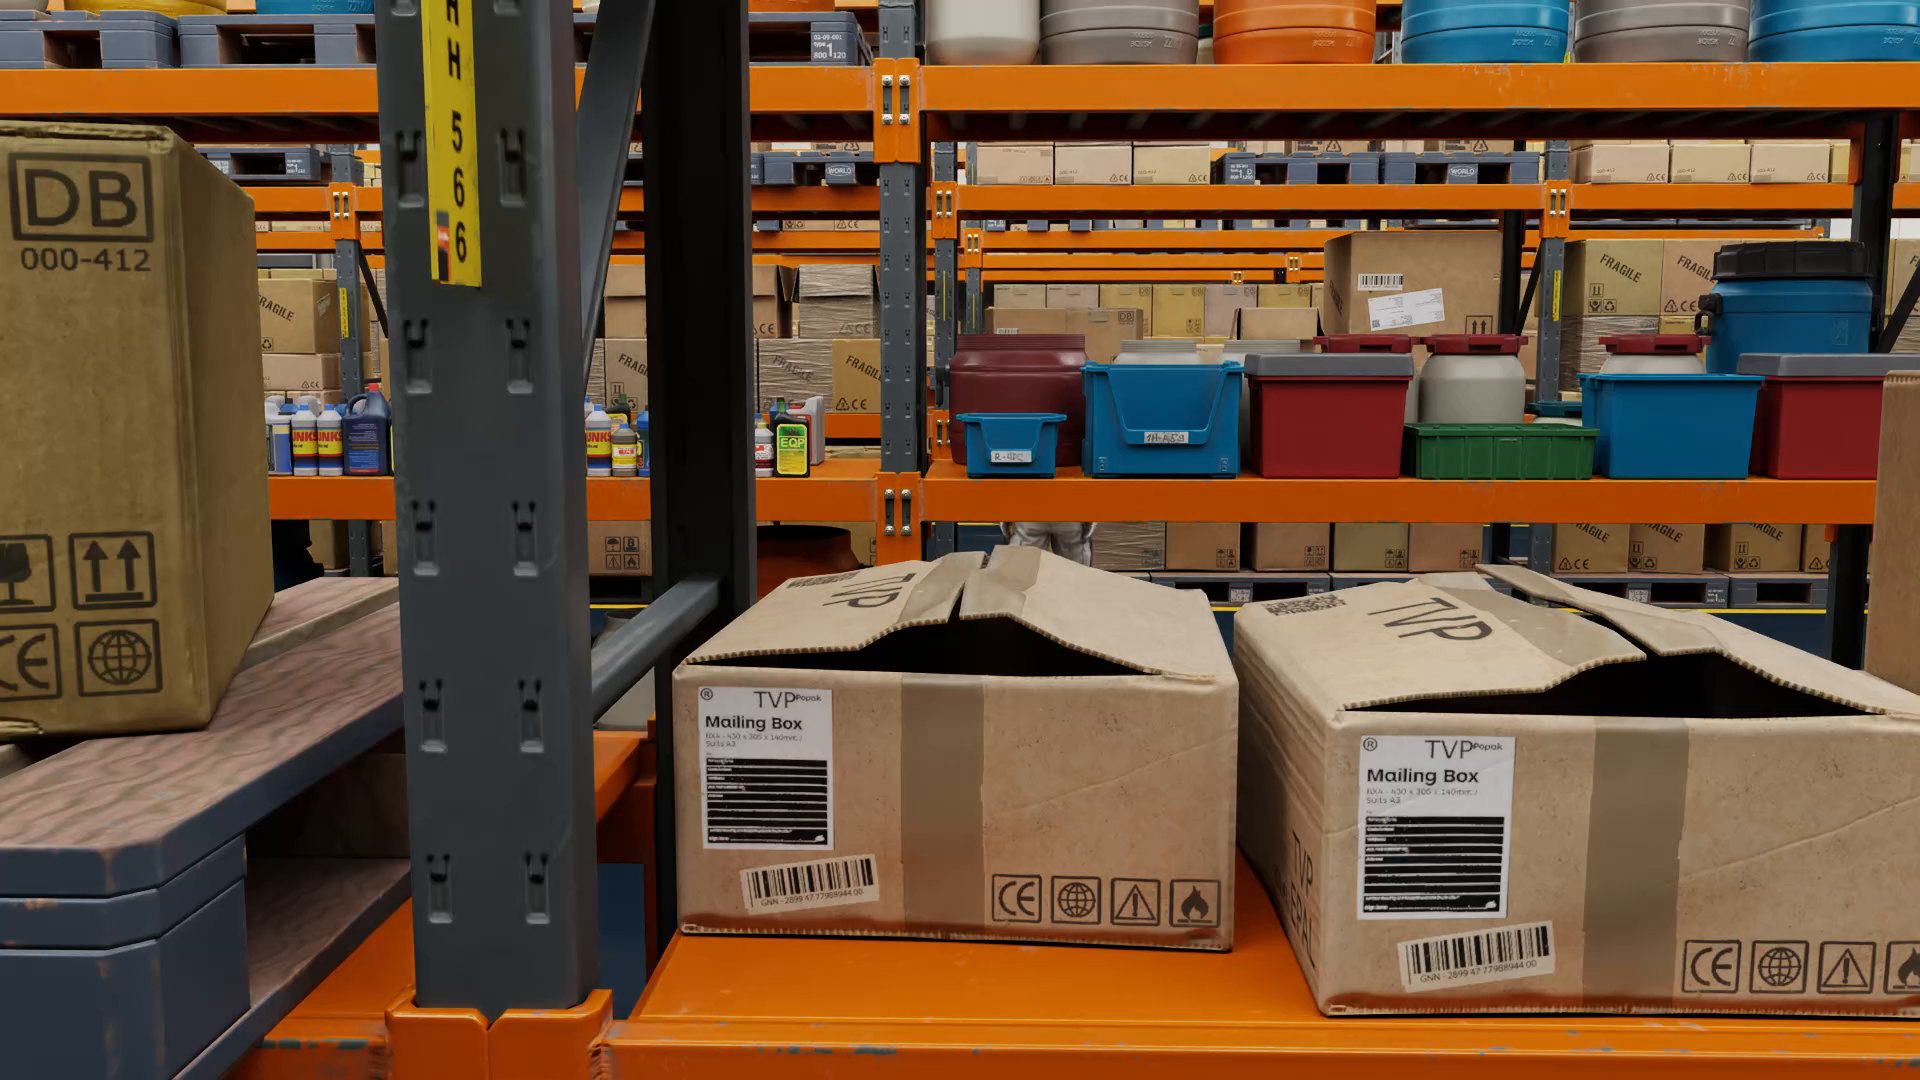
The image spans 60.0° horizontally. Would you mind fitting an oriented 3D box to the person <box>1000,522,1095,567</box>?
[{"bbox_3d":[0.467,-0.143,8.819,0.522,1.788,0.409,0,7,2],"label":"person"}]
